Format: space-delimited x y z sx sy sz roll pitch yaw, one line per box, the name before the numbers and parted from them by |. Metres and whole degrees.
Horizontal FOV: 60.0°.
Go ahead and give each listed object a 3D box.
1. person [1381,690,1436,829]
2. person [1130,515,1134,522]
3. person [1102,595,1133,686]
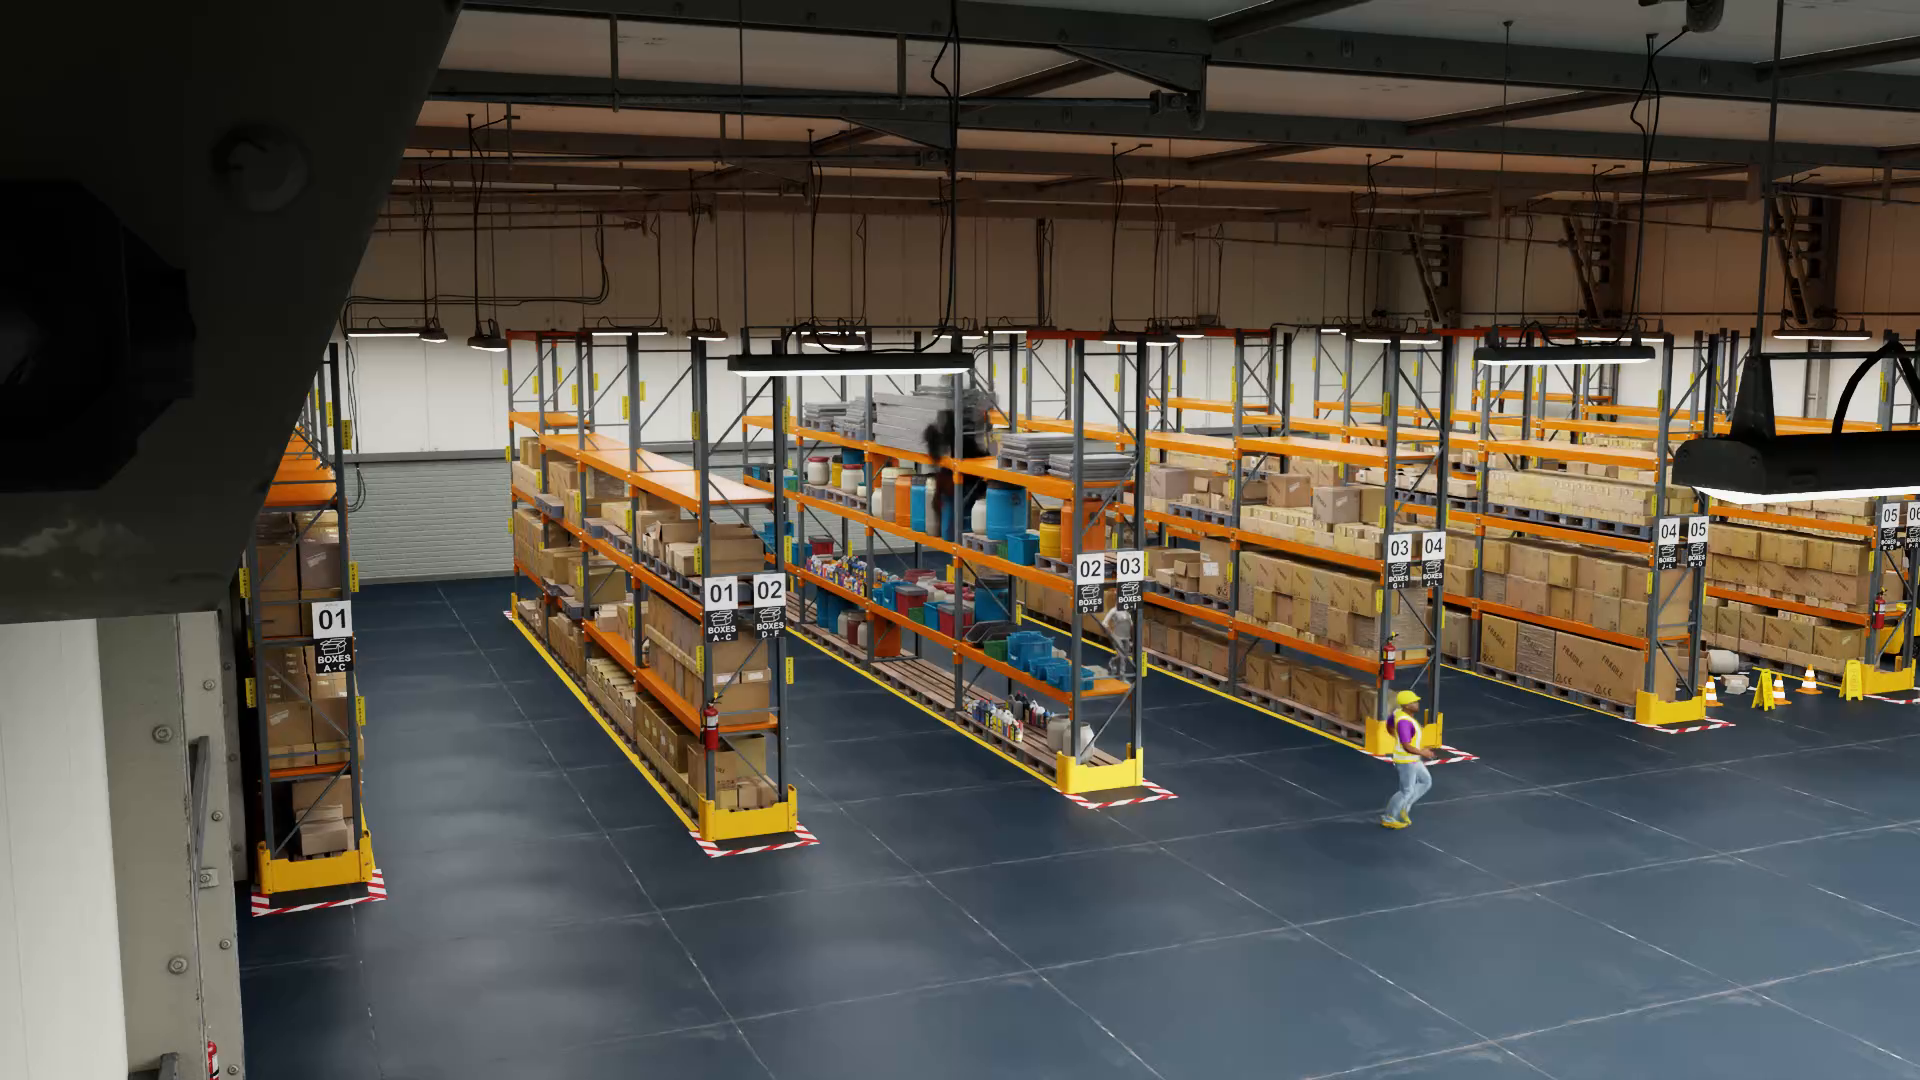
person | 5.523 2.692 20.465 0.617 1.725 0.702 2 8 13
person | 4.529 -0.163 41.777 0.859 1.811 0.758 0 8 -2
person | 2.721 1.691 28.479 0.546 1.561 0.743 -4 9 -29
